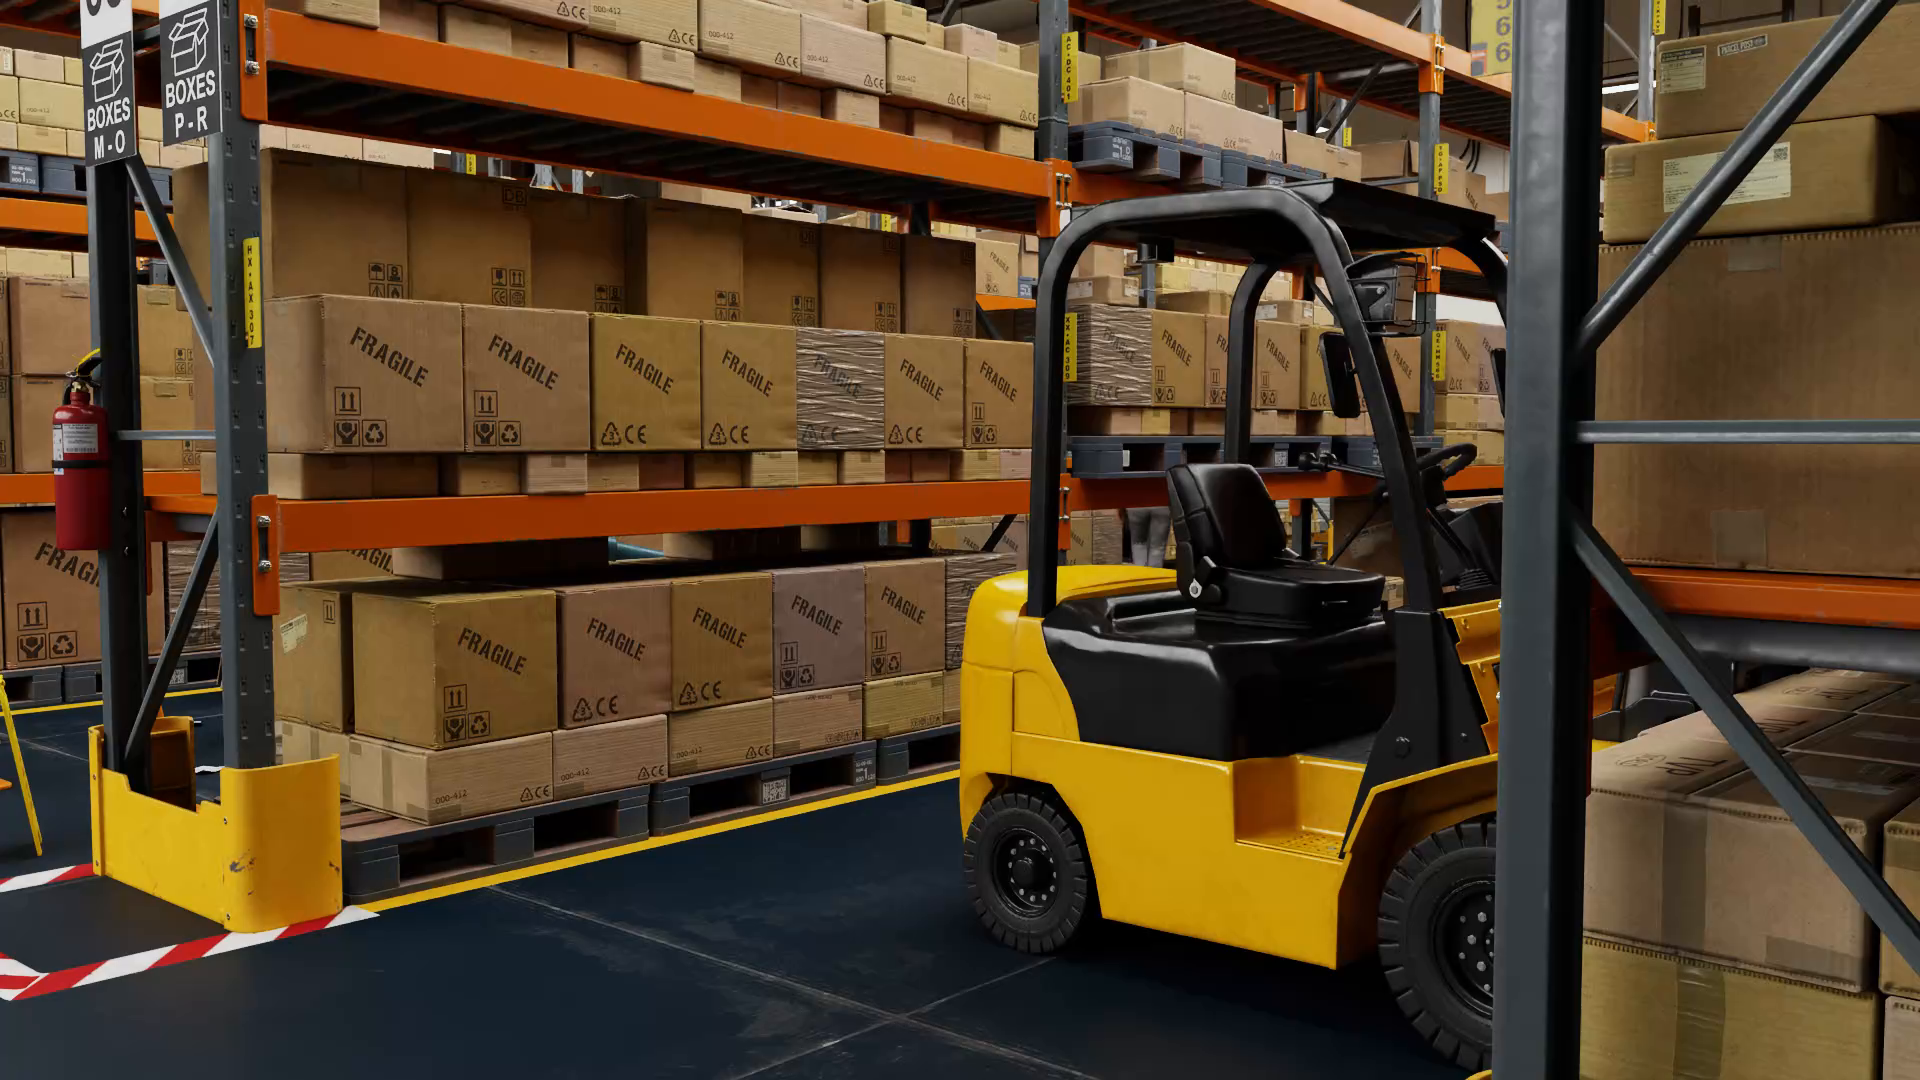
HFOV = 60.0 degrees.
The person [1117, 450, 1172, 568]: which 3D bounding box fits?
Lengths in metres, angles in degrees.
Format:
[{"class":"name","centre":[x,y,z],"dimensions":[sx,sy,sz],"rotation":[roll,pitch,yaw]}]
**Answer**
[{"class":"person","centre":[1.701,-0.289,14.749],"dimensions":[0.577,1.821,0.542],"rotation":[1,4,17]}]
